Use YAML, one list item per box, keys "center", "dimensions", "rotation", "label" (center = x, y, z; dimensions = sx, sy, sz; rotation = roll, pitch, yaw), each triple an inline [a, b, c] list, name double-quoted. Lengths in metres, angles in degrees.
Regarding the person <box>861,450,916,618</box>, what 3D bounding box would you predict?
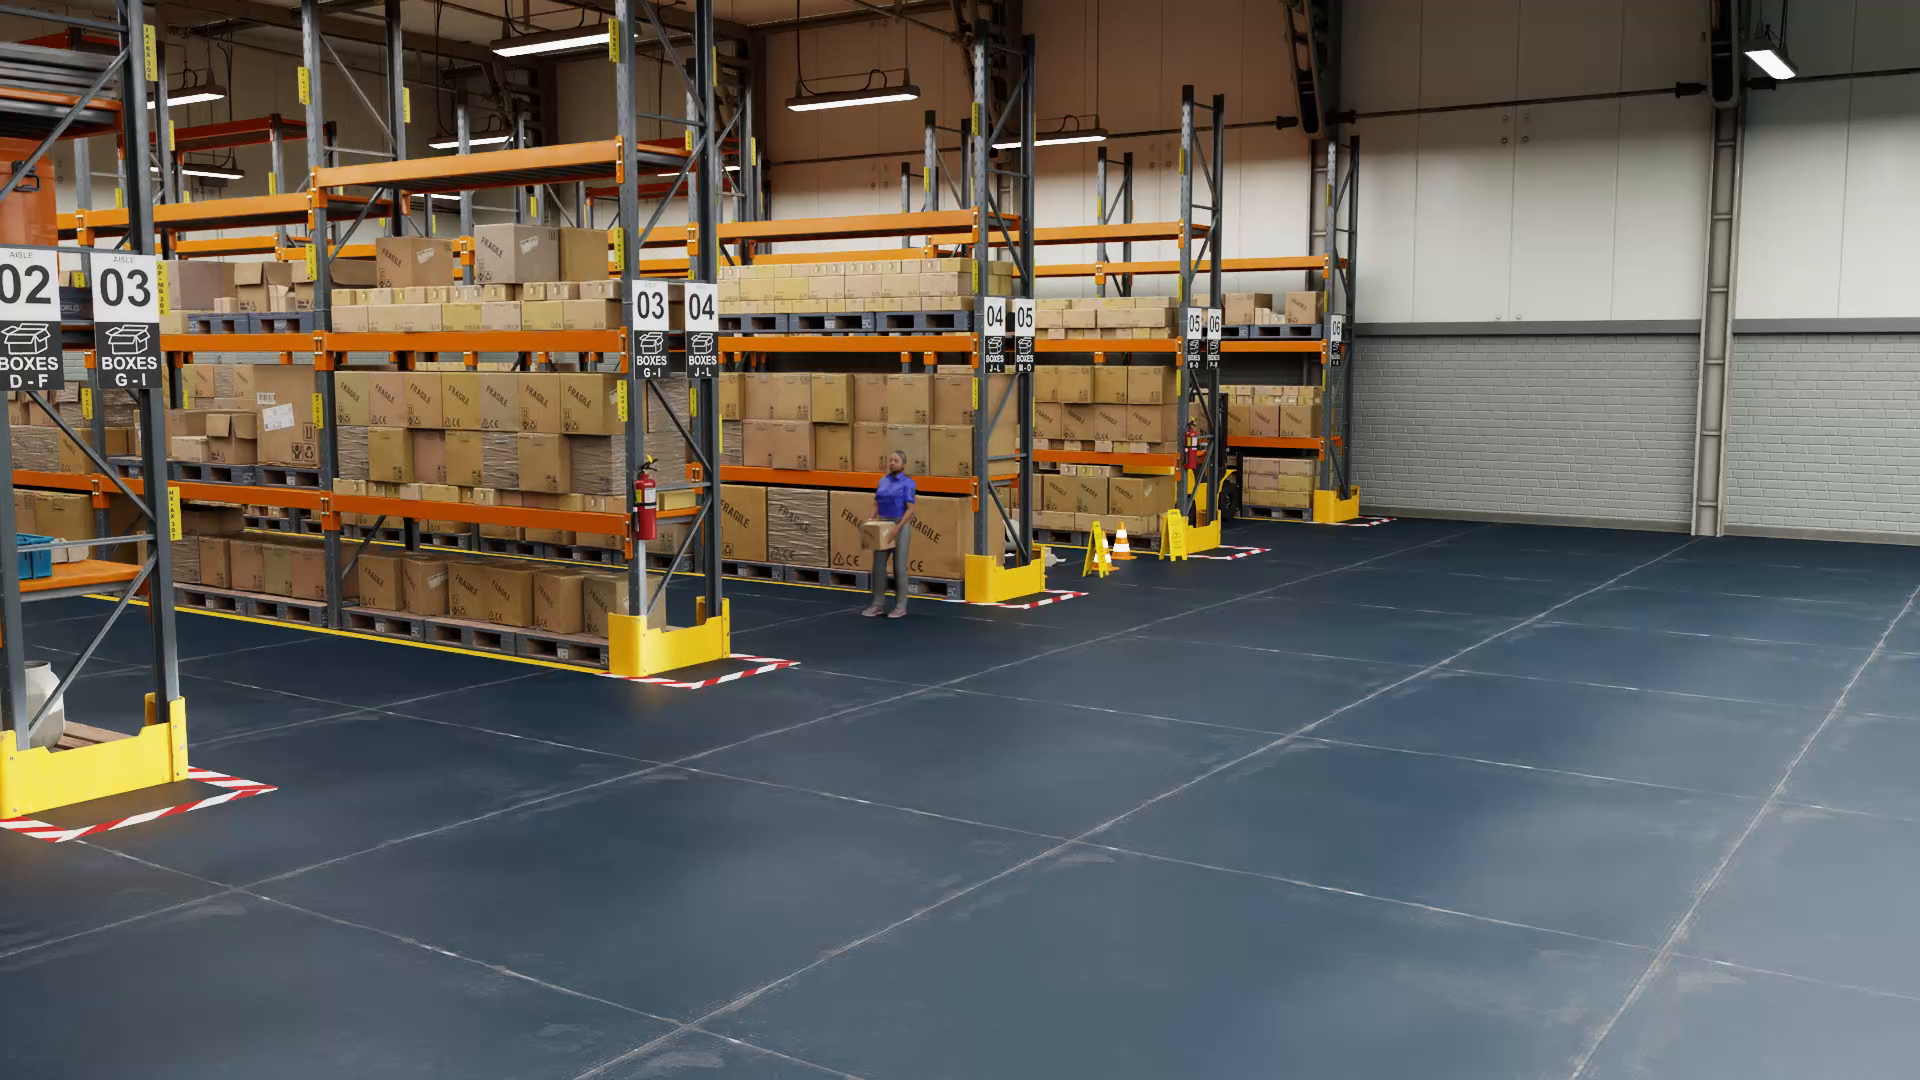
- center: [-0.697, -0.060, 16.551]
  dimensions: [0.505, 1.658, 0.445]
  rotation: [4, 8, 31]
  label: "person"
